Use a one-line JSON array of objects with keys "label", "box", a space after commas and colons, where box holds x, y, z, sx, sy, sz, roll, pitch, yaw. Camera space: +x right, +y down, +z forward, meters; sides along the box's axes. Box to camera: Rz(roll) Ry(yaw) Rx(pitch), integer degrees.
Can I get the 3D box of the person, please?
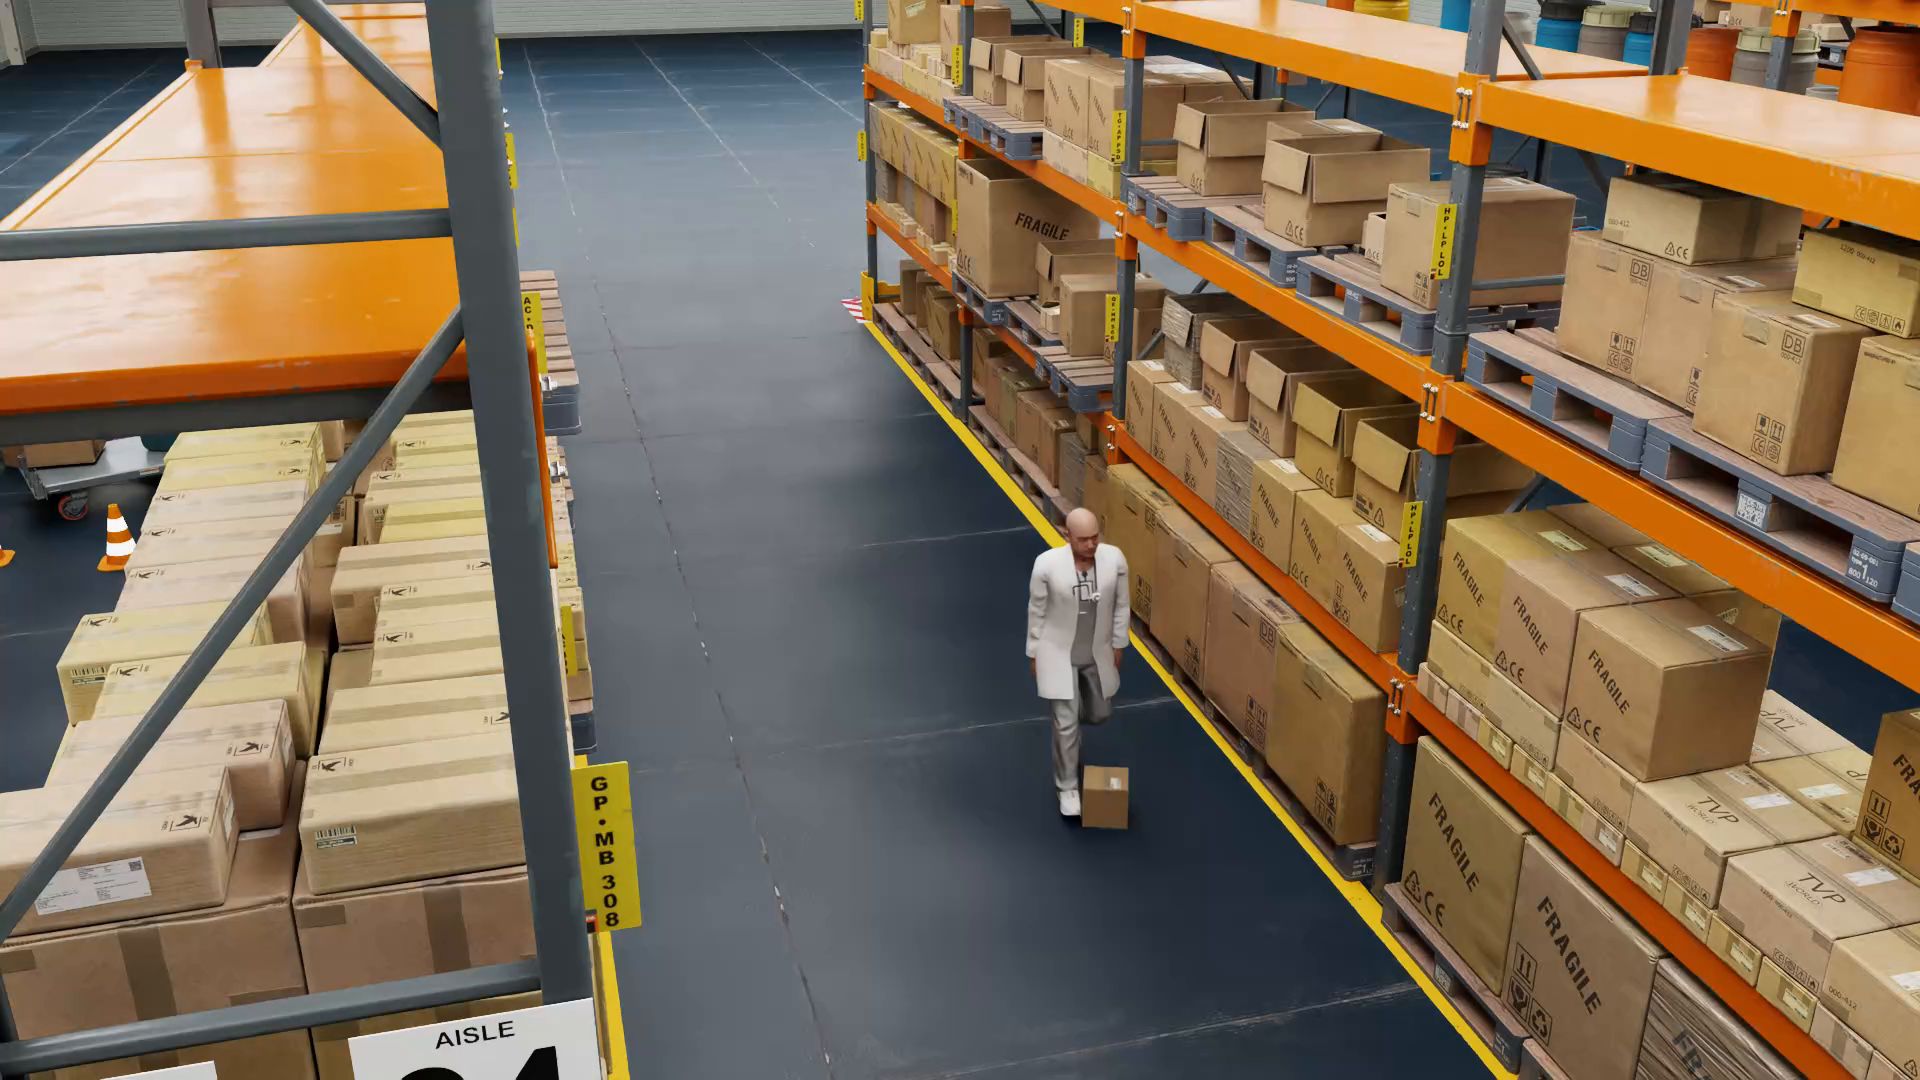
[{"label": "person", "box": [0.639, 0.587, 9.267, 0.590, 1.752, 0.879, -5, 23, -12]}]
